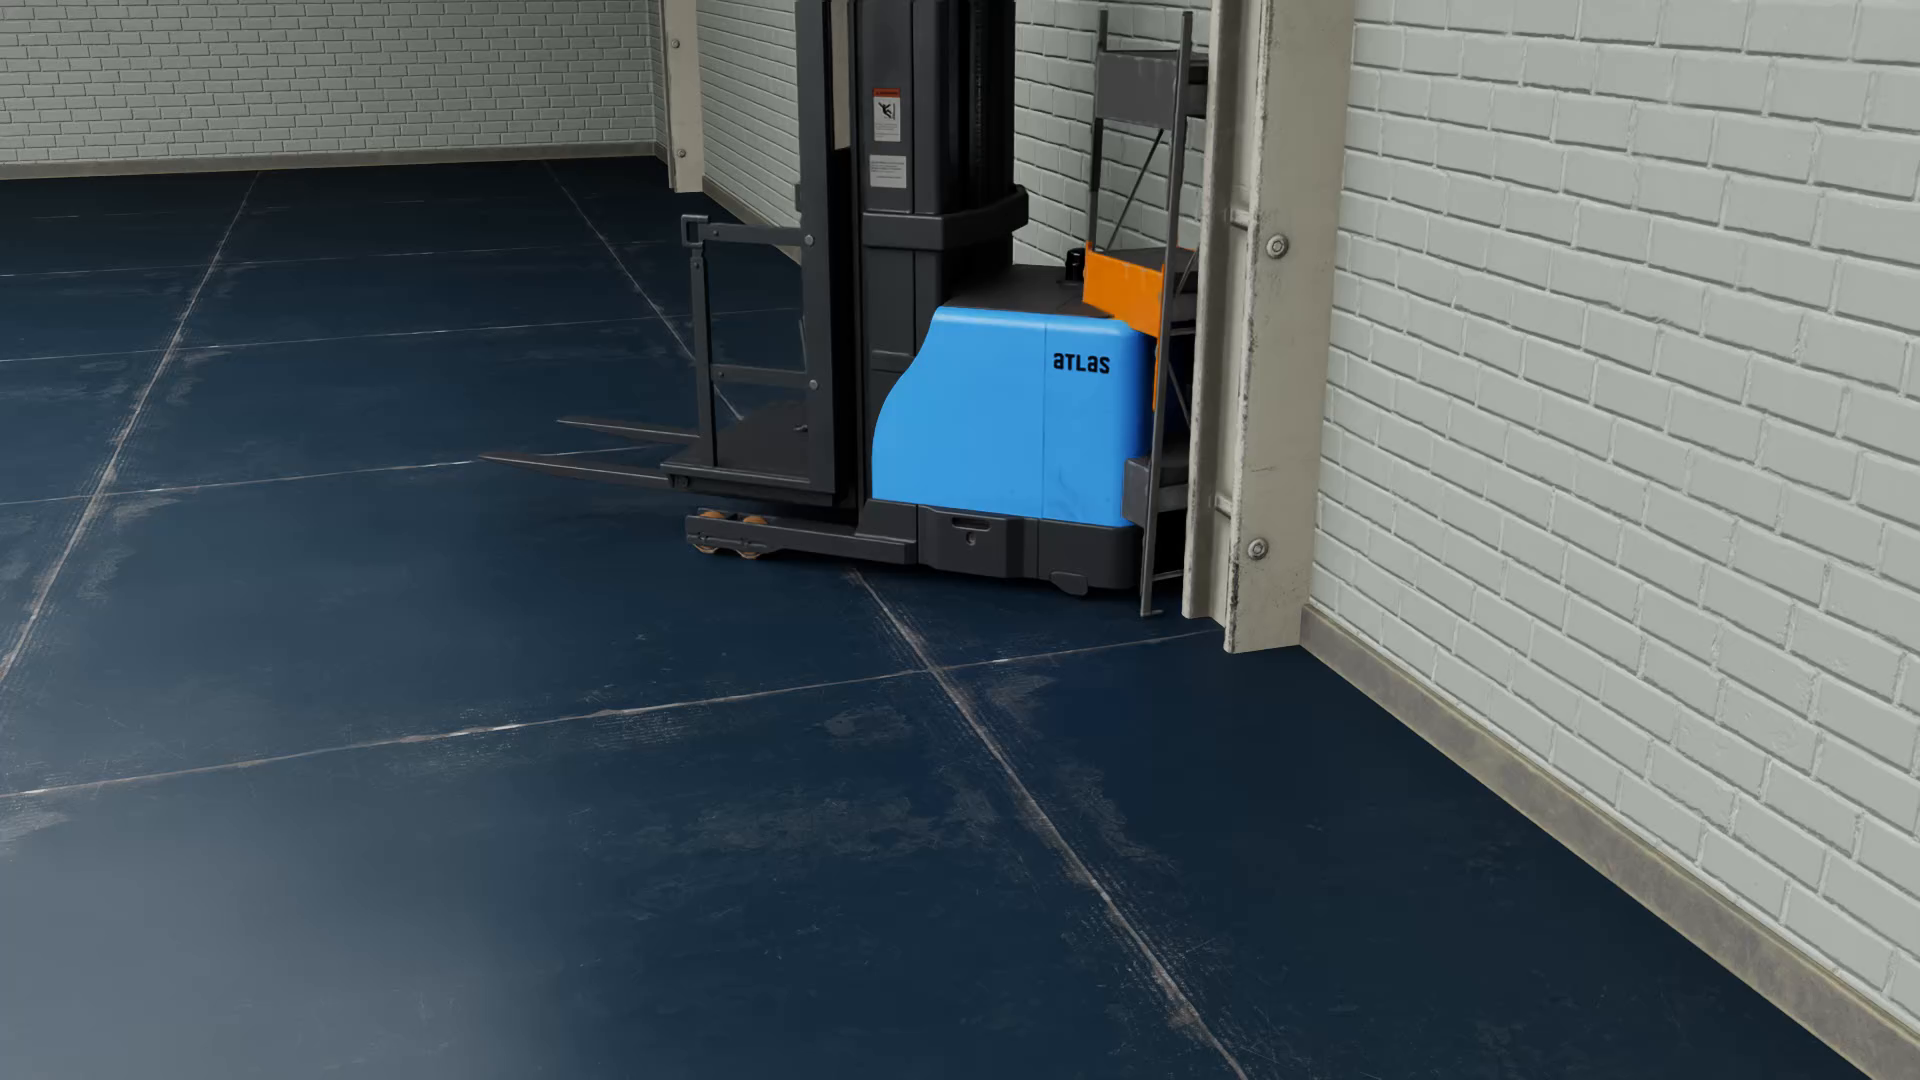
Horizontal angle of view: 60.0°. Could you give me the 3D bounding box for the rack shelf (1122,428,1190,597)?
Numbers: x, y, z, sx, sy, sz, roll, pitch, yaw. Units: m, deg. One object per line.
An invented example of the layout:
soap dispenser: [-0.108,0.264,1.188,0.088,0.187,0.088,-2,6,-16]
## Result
rack shelf: [0.729,-0.138,6.273,0.431,0.518,0.480,-9,22,-28]

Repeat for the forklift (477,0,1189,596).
forklift: [-0.584,-1.463,6.655,3.031,2.935,1.130,7,21,19]

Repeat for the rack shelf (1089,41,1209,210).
rack shelf: [0.768,-1.457,5.805,0.431,0.518,0.480,-9,22,-28]

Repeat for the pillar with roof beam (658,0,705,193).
pillar with roof beam: [-6.831,-7.311,13.958,9.100,9.000,0.400,-6,21,-17]

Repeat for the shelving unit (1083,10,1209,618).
shelving unit: [0.749,-0.810,6.035,0.431,2.100,0.503,-9,22,-28]

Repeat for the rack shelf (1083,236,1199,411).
rack shelf: [0.748,-0.797,6.039,0.431,0.518,0.480,-9,22,-28]

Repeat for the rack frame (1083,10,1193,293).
rack frame: [0.630,-0.884,6.234,0.400,2.100,0.015,-9,22,-28]

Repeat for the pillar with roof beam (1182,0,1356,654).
pillar with roof beam: [-3.059,-3.460,3.236,9.100,9.000,0.400,-6,21,-17]

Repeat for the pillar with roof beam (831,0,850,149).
pillar with roof beam: [-4.945,-5.385,8.597,9.100,9.000,0.400,-6,21,-17]

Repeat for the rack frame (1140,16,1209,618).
rack frame: [0.868,-0.736,5.835,0.400,2.100,0.015,-9,22,-28]
